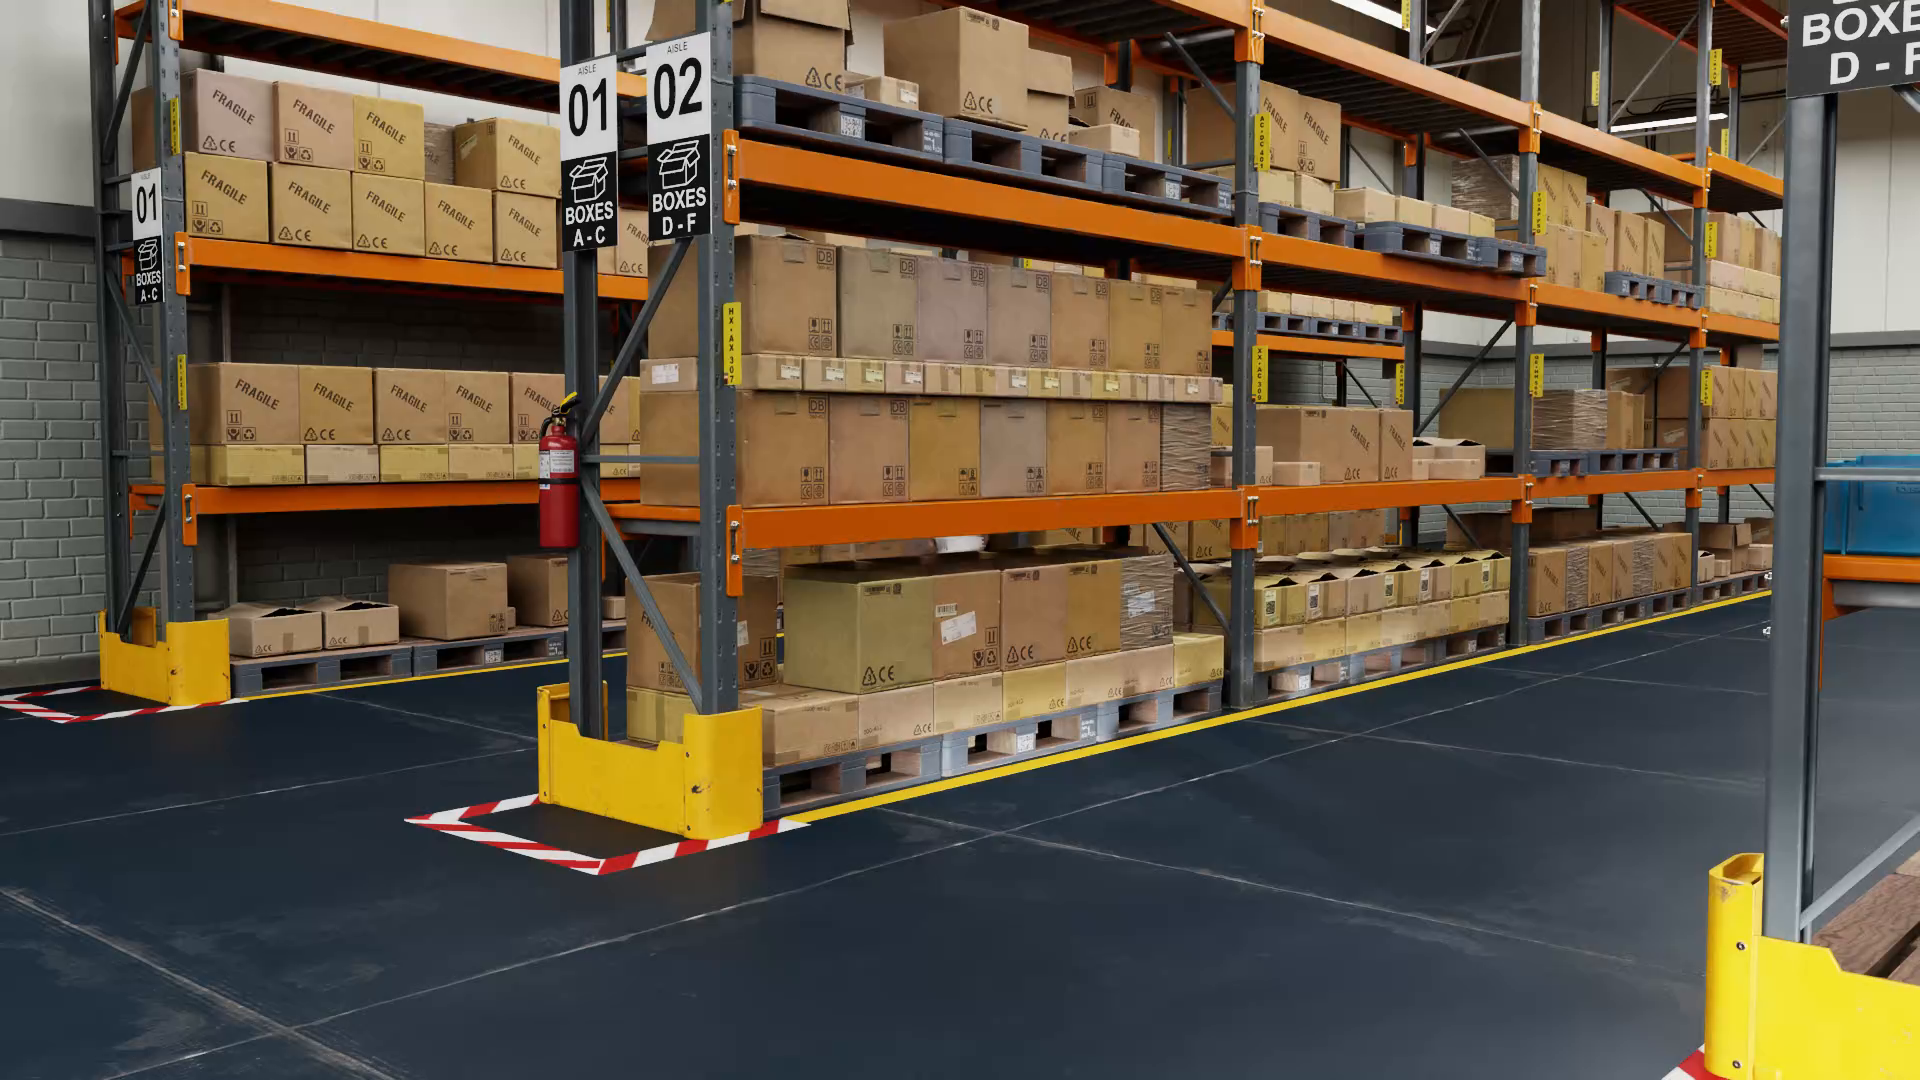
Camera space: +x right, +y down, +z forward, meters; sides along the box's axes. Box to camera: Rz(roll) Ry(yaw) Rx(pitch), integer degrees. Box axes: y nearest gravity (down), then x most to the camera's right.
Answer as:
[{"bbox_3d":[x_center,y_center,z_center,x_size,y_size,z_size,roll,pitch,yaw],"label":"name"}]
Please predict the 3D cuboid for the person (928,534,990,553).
[{"bbox_3d":[-0.045,-0.105,13.205,0.598,1.753,0.885,2,4,33],"label":"person"}]
